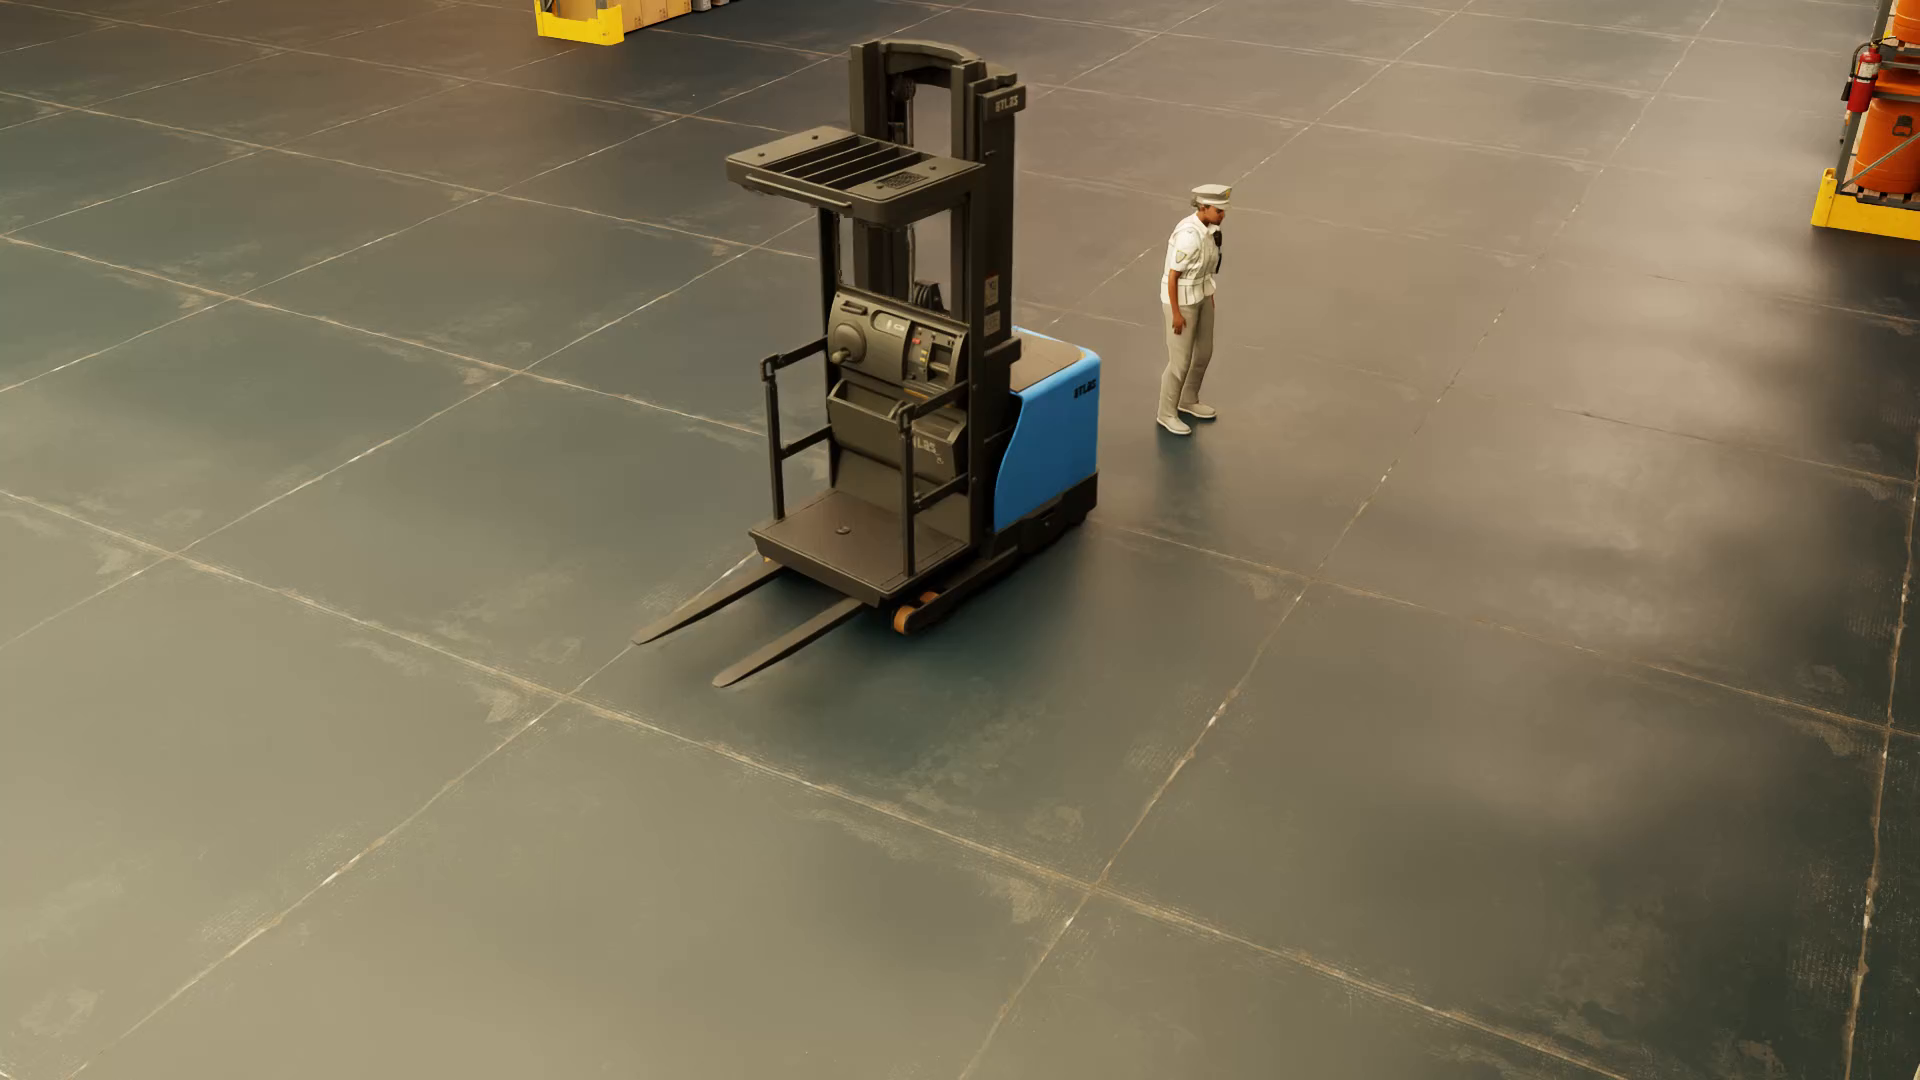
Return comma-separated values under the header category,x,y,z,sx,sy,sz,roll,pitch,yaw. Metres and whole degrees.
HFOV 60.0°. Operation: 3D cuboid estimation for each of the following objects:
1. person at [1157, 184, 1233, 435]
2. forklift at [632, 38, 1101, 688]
category,x,y,z,sx,sy,sz,roll,pitch,yaw
person,1.543,-1.556,11.047,0.397,1.653,0.517,22,37,33
forklift,-0.484,-1.028,8.852,1.130,2.935,3.031,23,37,34
